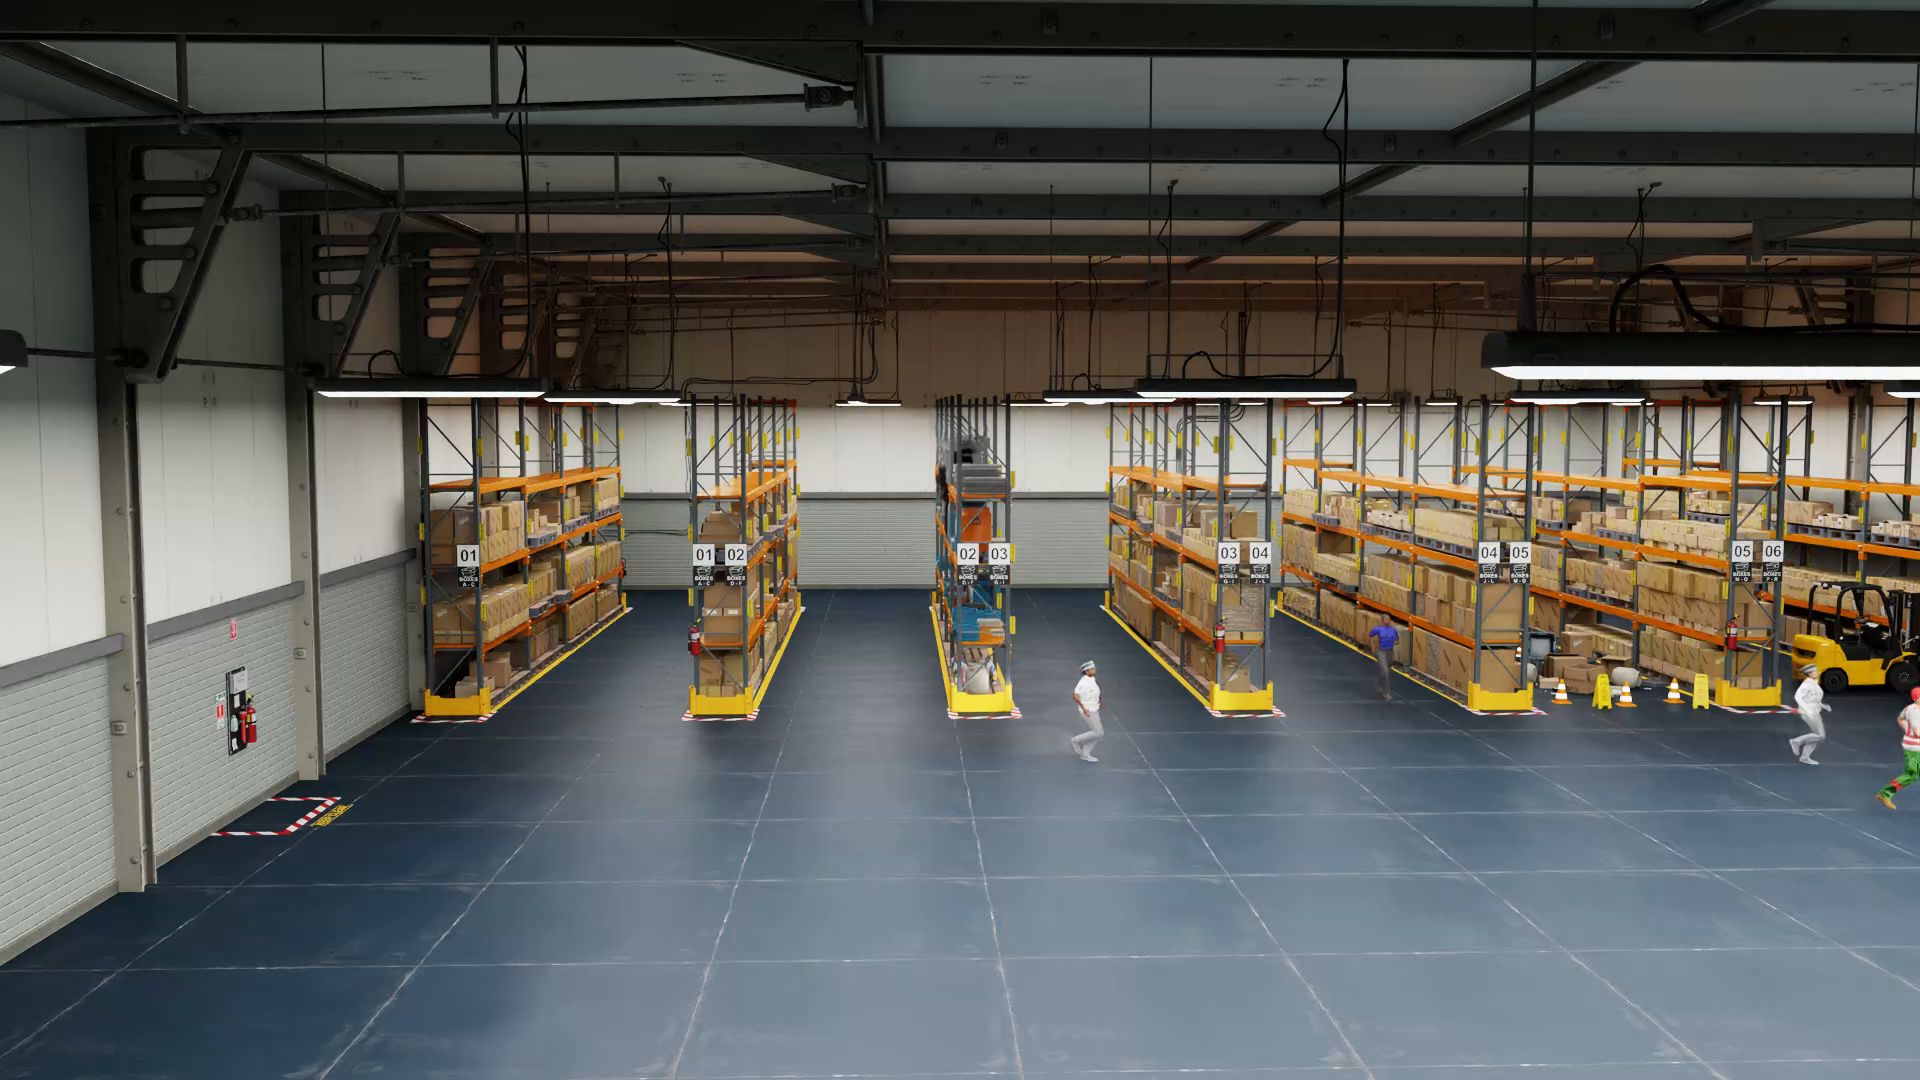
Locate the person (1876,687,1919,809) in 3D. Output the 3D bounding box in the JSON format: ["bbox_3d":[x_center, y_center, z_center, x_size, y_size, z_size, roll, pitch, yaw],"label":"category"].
[{"bbox_3d":[13.487,2.970,23.515,0.883,1.807,0.682,2,5,29],"label":"person"}]

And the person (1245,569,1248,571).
[{"bbox_3d":[7.871,1.180,47.571,0.754,1.559,0.565,2,5,20],"label":"person"}]

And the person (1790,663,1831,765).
[{"bbox_3d":[13.728,2.797,26.820,0.550,1.652,0.623,4,6,39],"label":"person"}]

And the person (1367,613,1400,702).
[{"bbox_3d":[8.405,2.293,32.890,0.566,1.687,0.853,-1,5,-15],"label":"person"}]

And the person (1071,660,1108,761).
[{"bbox_3d":[2.113,2.774,27.053,0.555,1.654,0.581,2,5,22],"label":"person"}]
